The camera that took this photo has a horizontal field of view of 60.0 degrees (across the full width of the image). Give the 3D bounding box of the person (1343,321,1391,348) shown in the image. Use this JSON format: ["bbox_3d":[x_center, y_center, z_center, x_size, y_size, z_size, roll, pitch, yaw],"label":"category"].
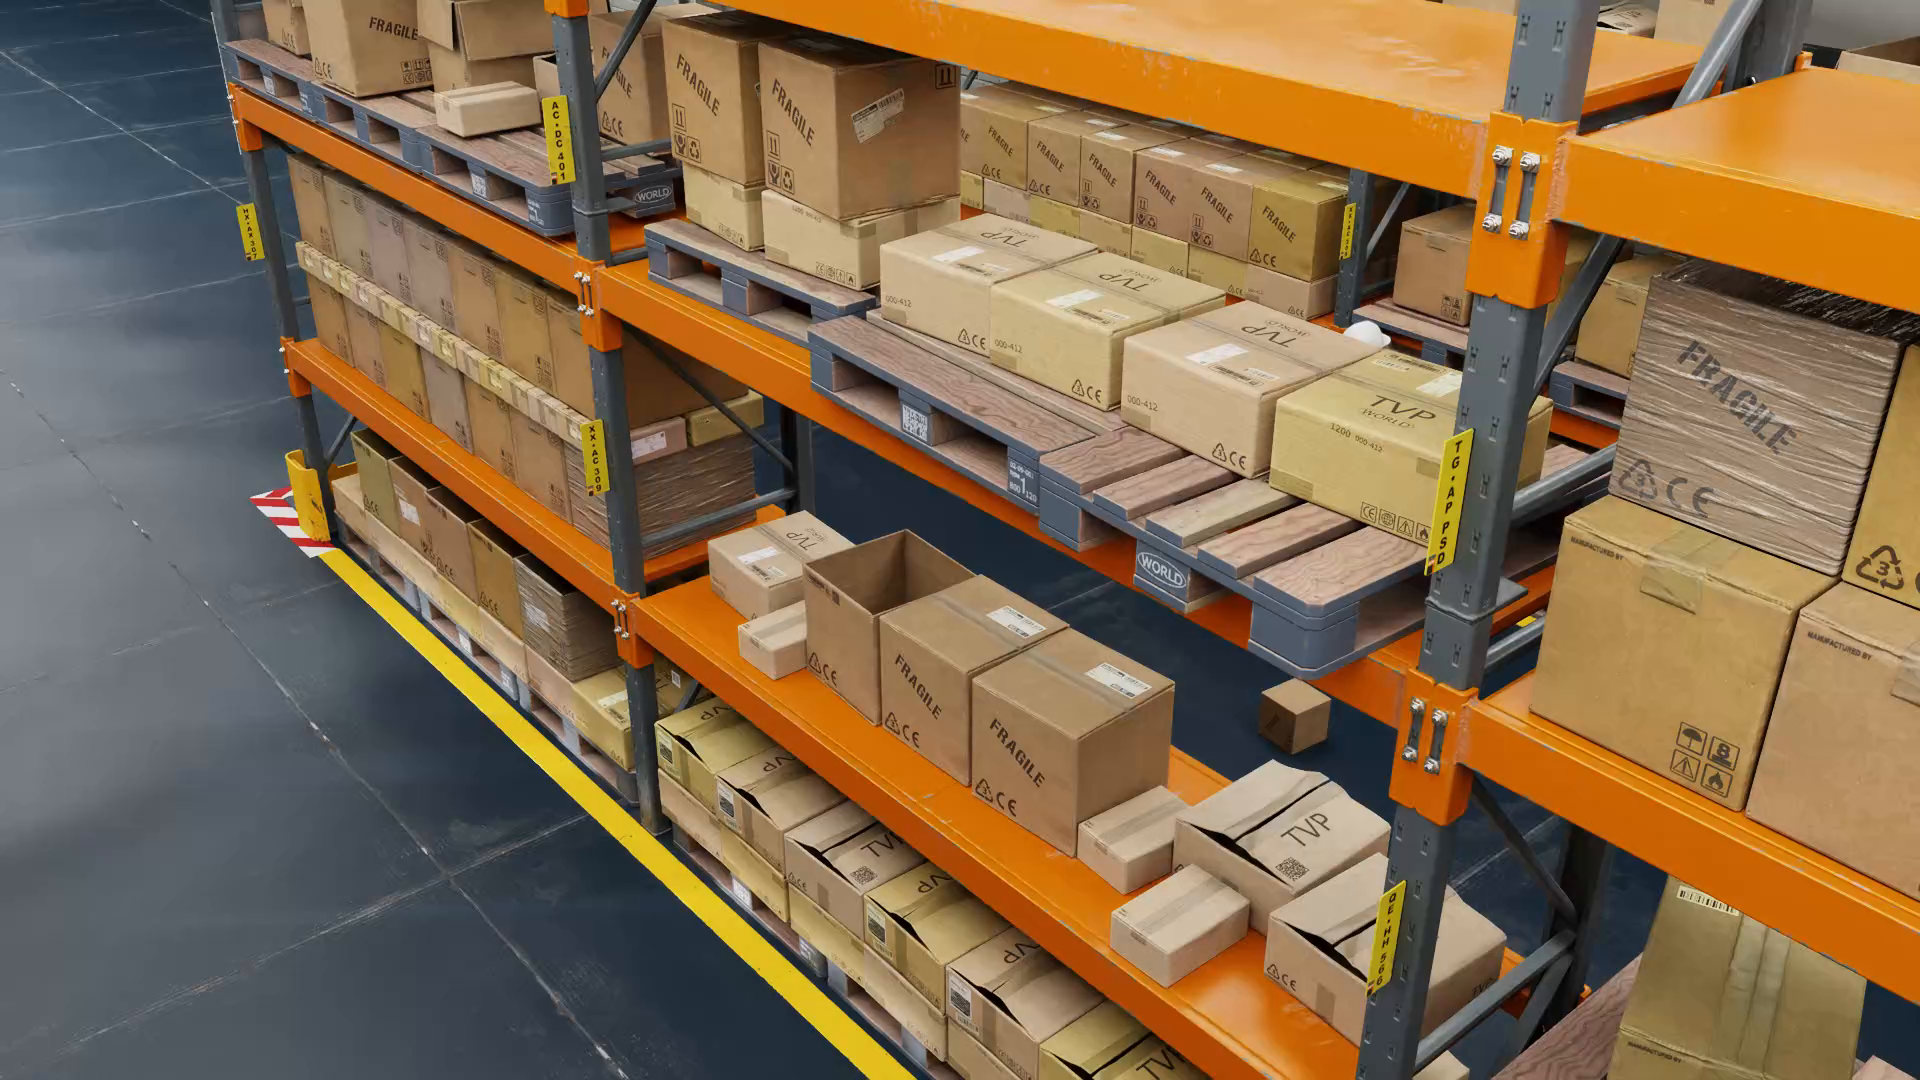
[{"bbox_3d":[2.189,-0.395,9.334,0.377,1.771,0.569,-22,35,-36],"label":"person"}]
